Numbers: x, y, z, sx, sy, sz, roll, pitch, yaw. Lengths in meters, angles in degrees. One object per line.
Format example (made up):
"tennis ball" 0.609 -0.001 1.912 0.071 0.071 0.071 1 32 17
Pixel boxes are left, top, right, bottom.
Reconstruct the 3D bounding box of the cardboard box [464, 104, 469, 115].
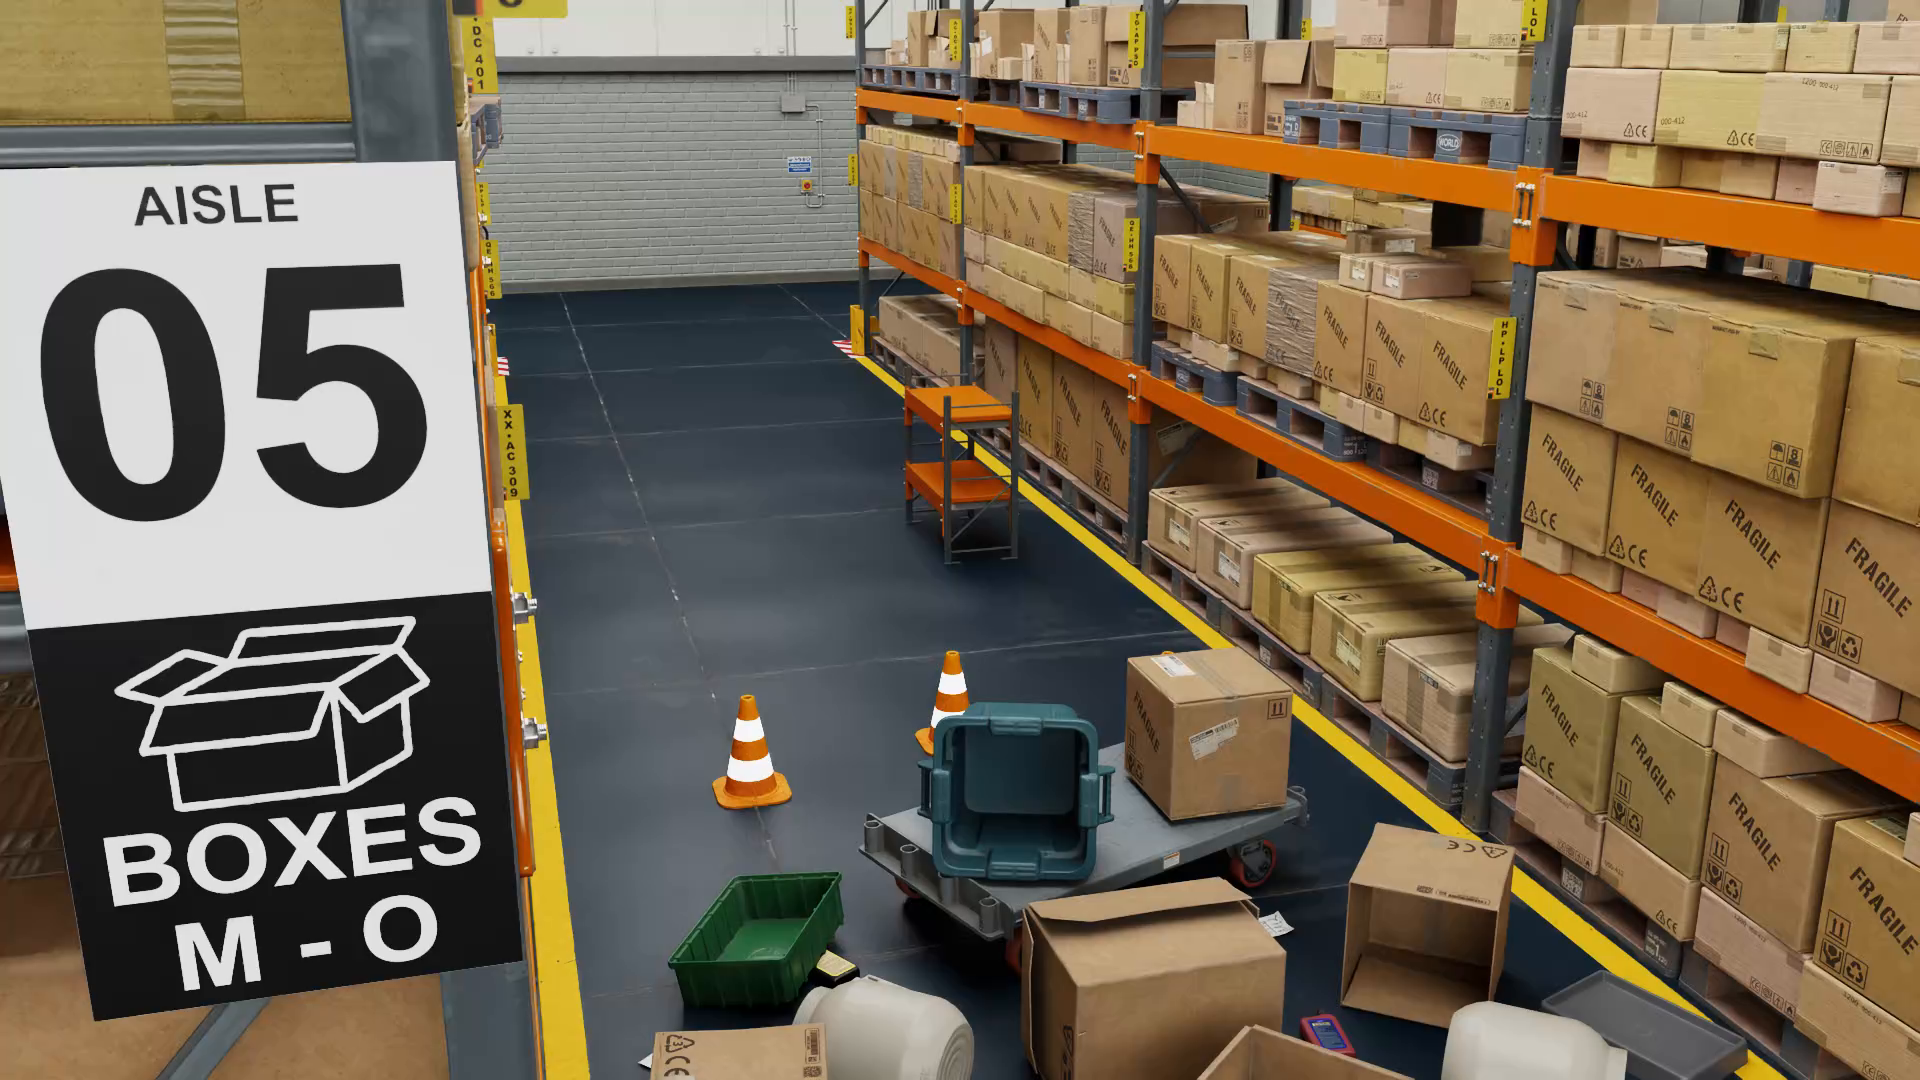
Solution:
"cardboard box" -0.863 -0.514 2.267 0.380 0.149 0.250 -5 17 -15

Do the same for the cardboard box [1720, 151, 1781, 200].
"cardboard box" 2.768 -1.216 5.508 0.380 0.149 0.250 -4 17 -14

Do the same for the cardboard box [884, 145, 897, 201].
"cardboard box" -0.447 -3.621 16.380 0.500 0.500 0.500 -5 17 -16

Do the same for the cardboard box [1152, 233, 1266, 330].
"cardboard box" 1.496 -1.569 10.042 0.500 0.500 0.500 -5 17 -17

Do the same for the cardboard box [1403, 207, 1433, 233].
"cardboard box" 4.741 -3.150 16.469 0.500 0.250 0.500 -5 17 -15

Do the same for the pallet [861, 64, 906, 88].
"pallet" -0.389 -4.723 16.902 1.003 0.211 1.213 -5 17 -15

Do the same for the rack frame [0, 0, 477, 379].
"rack frame" -0.938 -1.562 1.009 1.000 3.000 0.127 -5 17 -15

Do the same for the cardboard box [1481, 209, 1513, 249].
"cardboard box" 5.186 -2.918 15.049 0.700 0.500 0.500 -4 17 -14

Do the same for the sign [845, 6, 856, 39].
"sign" -1.138 -5.384 17.292 0.100 0.325 0.005 -5 17 -15

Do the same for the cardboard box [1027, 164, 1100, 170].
"cardboard box" 0.860 -2.850 13.814 0.500 0.500 0.500 -4 17 -13

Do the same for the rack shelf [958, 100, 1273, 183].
"rack shelf" 1.046 -2.966 12.148 1.077 0.370 4.000 -5 17 -15

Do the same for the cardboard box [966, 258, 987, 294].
"cardboard box" 0.363 -2.213 13.865 0.500 0.250 0.500 -5 17 -17

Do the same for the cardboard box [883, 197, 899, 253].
"cardboard box" -0.459 -3.146 16.538 0.500 0.500 0.500 -5 17 -16

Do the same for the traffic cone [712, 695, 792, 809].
"traffic cone" -0.954 0.930 7.553 0.336 0.463 0.334 -5 17 -15

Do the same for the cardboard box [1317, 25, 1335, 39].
"cardboard box" 4.170 -5.389 17.839 0.500 0.250 0.500 -5 17 -16

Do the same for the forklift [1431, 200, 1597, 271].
"forklift" 3.804 -1.365 10.903 1.130 2.935 3.031 -6 18 -19

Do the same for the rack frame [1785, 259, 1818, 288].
"rack frame" 6.367 -1.714 11.945 1.000 3.000 0.127 -5 17 -15

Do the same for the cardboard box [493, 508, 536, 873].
"cardboard box" -1.266 0.306 3.081 0.875 0.550 0.550 -5 17 -15

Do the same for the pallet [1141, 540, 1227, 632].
"pallet" 1.809 0.231 10.316 1.003 0.211 1.213 -5 17 -15

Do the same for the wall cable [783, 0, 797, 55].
"wall cable" -2.437 -7.958 22.302 0.463 3.000 0.029 -5 17 -15

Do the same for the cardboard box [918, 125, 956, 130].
"cardboard box" -0.219 -4.219 17.245 0.380 0.149 0.250 -4 17 -14

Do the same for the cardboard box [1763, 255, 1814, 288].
"cardboard box" 6.376 -2.118 12.385 0.500 0.500 0.500 -4 17 -13

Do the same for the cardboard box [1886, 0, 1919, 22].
"cardboard box" 6.332 -3.228 10.693 0.500 0.500 0.500 -5 17 -15

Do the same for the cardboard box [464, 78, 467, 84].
"cardboard box" -1.350 -1.004 3.899 0.380 0.149 0.250 -4 17 -14

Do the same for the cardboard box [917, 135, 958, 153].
"cardboard box" -0.185 -3.683 15.460 0.380 0.149 0.250 -5 17 -16

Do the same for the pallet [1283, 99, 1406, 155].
"pallet" 2.339 -2.027 8.097 1.213 0.211 1.003 -5 17 -15

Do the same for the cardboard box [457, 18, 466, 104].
"cardboard box" -0.964 -0.739 2.324 0.500 0.250 0.500 -5 17 -16

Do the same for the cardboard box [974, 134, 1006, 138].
"cardboard box" 0.260 -3.722 15.589 0.380 0.149 0.250 -5 17 -15

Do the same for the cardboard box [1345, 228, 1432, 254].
"cardboard box" 2.316 -1.593 8.991 0.380 0.149 0.250 -6 18 -18

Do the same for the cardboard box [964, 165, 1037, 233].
"cardboard box" 0.341 -2.809 13.679 0.500 0.500 0.500 -4 17 -15

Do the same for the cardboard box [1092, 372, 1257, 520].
"cardboard box" 1.485 -0.702 11.538 0.875 0.875 0.875 -5 17 -16

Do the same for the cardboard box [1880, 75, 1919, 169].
"cardboard box" 2.969 -1.157 4.620 0.500 0.250 0.500 -5 17 -15

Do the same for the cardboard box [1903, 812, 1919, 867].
"cardboard box" 3.021 0.898 4.867 0.380 0.149 0.250 -4 17 -13

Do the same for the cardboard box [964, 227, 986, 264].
"cardboard box" 0.346 -2.451 13.788 0.500 0.250 0.500 -5 17 -17

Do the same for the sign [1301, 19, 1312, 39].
"sign" 2.118 -3.047 10.270 0.100 0.325 0.005 -5 17 -15

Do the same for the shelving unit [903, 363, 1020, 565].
"shelving unit" -0.002 -0.541 11.296 0.538 1.125 1.048 -5 17 -15

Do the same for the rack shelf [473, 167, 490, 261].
"rack shelf" -2.587 -1.440 7.069 1.077 0.370 4.000 -5 17 -15

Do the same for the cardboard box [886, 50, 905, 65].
"cardboard box" -0.525 -4.780 16.469 0.380 0.149 0.250 -4 17 -13

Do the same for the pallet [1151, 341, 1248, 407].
"pallet" 1.894 -1.040 10.034 1.213 0.211 1.003 -5 17 -15

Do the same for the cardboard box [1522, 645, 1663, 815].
"cardboard box" 2.597 0.727 6.564 0.500 0.500 0.500 -4 17 -13

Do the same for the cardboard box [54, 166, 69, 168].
"cardboard box" -1.704 -0.670 2.789 0.380 0.149 0.250 -5 17 -15

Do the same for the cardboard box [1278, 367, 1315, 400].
"cardboard box" 1.903 -0.846 8.761 0.380 0.149 0.250 -4 17 -14

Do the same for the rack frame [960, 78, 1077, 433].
"rack frame" 0.496 -2.427 14.318 1.000 3.000 0.127 -5 17 -15

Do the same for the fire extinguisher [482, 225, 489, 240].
"fire extinguisher" -4.960 -3.005 17.024 0.296 0.674 0.183 -5 17 -15

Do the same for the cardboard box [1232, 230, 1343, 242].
"cardboard box" 1.988 -1.608 10.172 0.500 0.500 0.500 -5 17 -17

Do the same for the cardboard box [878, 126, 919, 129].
"cardboard box" -0.631 -4.184 17.128 0.380 0.149 0.250 -4 17 -14

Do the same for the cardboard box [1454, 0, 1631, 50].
"cardboard box" 2.413 -2.170 6.909 0.500 0.250 0.500 -4 17 -14

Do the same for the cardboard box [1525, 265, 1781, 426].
"cardboard box" 2.607 -0.745 6.288 0.700 0.500 0.500 -5 17 -16

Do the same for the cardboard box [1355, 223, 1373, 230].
"cardboard box" 4.393 -3.263 17.536 0.380 0.149 0.250 -4 17 -14

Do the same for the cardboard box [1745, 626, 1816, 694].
"cardboard box" 2.815 0.373 5.432 0.380 0.149 0.250 -5 17 -15

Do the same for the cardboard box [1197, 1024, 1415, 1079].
"cardboard box" 0.877 1.802 4.578 0.637 0.503 0.797 11 20 32

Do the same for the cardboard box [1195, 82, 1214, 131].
"cardboard box" 1.589 -2.522 9.653 0.396 0.266 0.258 -5 17 -15

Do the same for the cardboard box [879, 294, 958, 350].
"cardboard box" -0.326 -2.333 17.728 0.875 0.438 0.875 -5 18 -17

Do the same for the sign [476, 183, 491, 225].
"sign" -3.703 -2.607 12.905 0.100 0.325 0.005 -5 17 -15

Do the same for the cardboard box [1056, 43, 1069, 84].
"cardboard box" 0.880 -3.247 11.338 0.396 0.266 0.258 -5 17 -17
